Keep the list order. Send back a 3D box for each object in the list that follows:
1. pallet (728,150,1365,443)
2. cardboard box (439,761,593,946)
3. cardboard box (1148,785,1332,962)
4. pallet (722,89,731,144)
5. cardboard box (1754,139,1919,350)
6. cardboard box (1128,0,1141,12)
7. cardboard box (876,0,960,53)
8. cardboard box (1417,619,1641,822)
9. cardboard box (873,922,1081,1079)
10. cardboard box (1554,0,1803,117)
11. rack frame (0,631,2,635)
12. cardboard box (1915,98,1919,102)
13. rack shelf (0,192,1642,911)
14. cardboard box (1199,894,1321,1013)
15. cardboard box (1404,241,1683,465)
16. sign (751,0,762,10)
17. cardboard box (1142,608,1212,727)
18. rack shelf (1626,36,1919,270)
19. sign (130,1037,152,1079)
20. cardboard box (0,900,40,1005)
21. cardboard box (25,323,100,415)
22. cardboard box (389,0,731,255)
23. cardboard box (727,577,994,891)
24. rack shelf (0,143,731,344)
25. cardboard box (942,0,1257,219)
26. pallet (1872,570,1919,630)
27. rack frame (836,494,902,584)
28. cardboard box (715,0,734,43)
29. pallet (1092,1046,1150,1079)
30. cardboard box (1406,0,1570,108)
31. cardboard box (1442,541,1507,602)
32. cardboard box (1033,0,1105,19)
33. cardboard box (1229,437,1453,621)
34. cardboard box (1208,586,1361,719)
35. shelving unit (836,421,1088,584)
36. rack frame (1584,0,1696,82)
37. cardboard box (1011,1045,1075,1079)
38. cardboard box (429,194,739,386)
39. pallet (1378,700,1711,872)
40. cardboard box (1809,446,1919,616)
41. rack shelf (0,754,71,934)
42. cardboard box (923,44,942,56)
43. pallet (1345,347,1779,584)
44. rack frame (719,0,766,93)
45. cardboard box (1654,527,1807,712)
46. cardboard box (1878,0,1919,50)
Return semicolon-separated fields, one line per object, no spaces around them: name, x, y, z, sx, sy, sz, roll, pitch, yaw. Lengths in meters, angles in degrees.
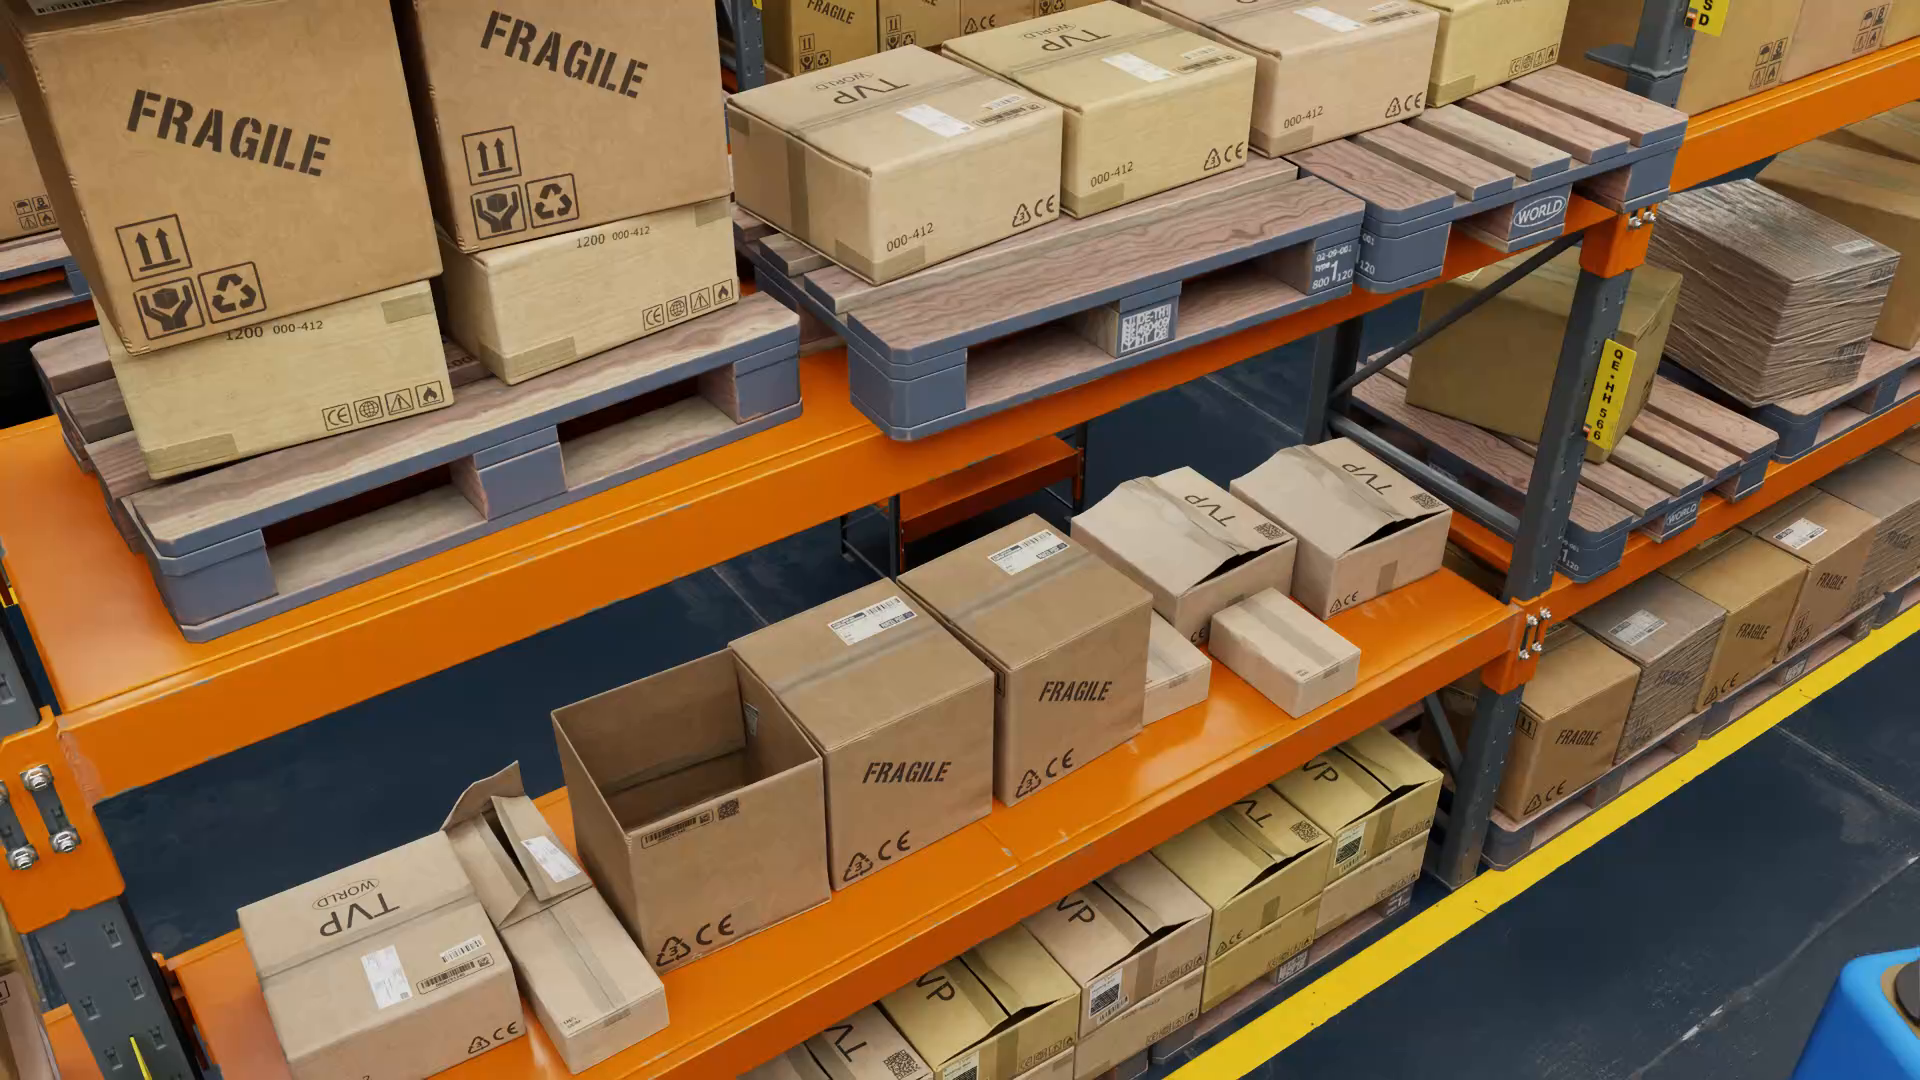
pallet;0.119;-0.700;3.747;1.213;0.211;1.003;-20;40;-26
cardboard box;-1.122;0.809;4.171;0.258;0.266;0.396;-23;42;-29
cardboard box;0.828;0.983;5.330;0.500;0.311;0.500;-23;42;-29
pallet;-1.843;-2.202;8.407;1.003;0.211;1.213;-22;41;-28
cardboard box;3.396;-1.140;6.321;0.700;0.500;0.500;26;43;32
cardboard box;0.984;-3.244;9.889;0.250;0.149;0.380;-22;41;-28
cardboard box;-0.344;-2.953;8.929;0.500;0.500;0.500;-21;41;-26
cardboard box;2.072;0.612;6.094;0.500;0.500;0.500;-21;41;-26
cardboard box;0.003;1.319;4.863;0.500;0.311;0.500;-21;41;-27
cardboard box;1.872;-1.628;4.790;0.500;0.500;0.910;-22;41;-28
rack frame;-1.735;-1.297;1.847;0.127;3.000;1.000;-22;41;-28
cardboard box;4.289;-1.711;7.115;0.700;0.500;0.500;22;41;28
rack shelf;-0.100;-0.460;3.868;4.000;0.370;1.077;-22;41;-28
cardboard box;0.826;1.207;5.498;0.500;0.250;0.500;-23;42;-28
cardboard box;1.985;-0.684;5.687;0.700;0.500;0.500;23;41;28
sign;-1.001;-2.752;8.084;0.005;0.325;0.100;-22;41;-28
cardboard box;0.525;0.351;4.909;0.250;0.149;0.380;-19;40;-25
rack shelf;3.170;-1.806;5.739;4.000;0.370;1.077;-22;41;-28
sign;-1.414;1.019;2.955;0.005;0.325;0.100;-22;41;-28
cardboard box;-2.066;0.832;3.383;0.250;0.149;0.380;-22;41;-28
cardboard box;-3.999;-0.644;7.840;0.500;0.500;0.700;-21;41;-26
cardboard box;-0.756;-0.885;2.969;0.500;0.500;0.500;-18;40;-24
cardboard box;-0.257;0.501;4.398;0.500;0.500;0.500;-22;41;-28
rack shelf;-2.956;-1.605;8.029;4.000;0.370;1.077;-22;41;-28
cardboard box;0.304;-0.983;3.748;0.500;0.250;0.500;-23;42;-29
pallet;4.162;-0.129;7.748;1.213;0.211;1.003;-22;41;-28
rack frame;-0.410;-0.288;7.187;0.032;1.125;0.500;-22;41;-28
cardboard box;-1.087;-3.024;9.029;0.500;0.500;0.500;-22;41;-28
pallet;-0.157;1.591;5.357;1.213;0.211;1.003;-22;41;-28
cardboard box;1.197;-1.355;4.265;0.500;0.250;0.500;-26;43;-31
cardboard box;2.164;0.202;6.664;0.500;0.500;0.500;-21;41;-26
cardboard box;0.484;-3.298;9.409;0.500;0.500;0.500;-21;41;-27
cardboard box;1.213;-0.069;5.354;0.500;0.311;0.500;-20;40;-25
cardboard box;0.959;0.329;4.938;0.250;0.149;0.380;-22;41;-28
shelving unit;0.006;-0.459;7.425;1.048;1.125;0.538;-22;41;-28
rack frame;1.535;-2.643;3.717;0.127;3.000;1.000;-22;41;-28
cardboard box;-0.005;1.549;5.022;0.500;0.250;0.500;-22;41;-27
cardboard box;-0.778;-0.578;3.184;0.500;0.250;0.500;-27;44;-32
pallet;2.167;0.692;6.607;1.213;0.211;1.003;-22;41;-28
cardboard box;3.747;-0.083;7.060;0.500;0.500;0.500;-22;41;-27
rack shelf;-3.369;0.885;1.997;4.000;0.370;1.077;-22;41;-28
cardboard box;-0.308;-2.749;9.202;0.250;0.149;0.380;-23;42;-28
pallet;2.049;-0.391;5.889;1.003;0.211;1.213;-22;41;-28
rack frame;-1.322;-2.570;8.755;0.127;3.000;1.000;-22;41;-28
cardboard box;2.909;0.267;6.573;0.500;0.500;0.500;-23;42;-28
cardboard box;2.714;-1.975;5.272;0.500;0.500;0.910;-22;41;-28
